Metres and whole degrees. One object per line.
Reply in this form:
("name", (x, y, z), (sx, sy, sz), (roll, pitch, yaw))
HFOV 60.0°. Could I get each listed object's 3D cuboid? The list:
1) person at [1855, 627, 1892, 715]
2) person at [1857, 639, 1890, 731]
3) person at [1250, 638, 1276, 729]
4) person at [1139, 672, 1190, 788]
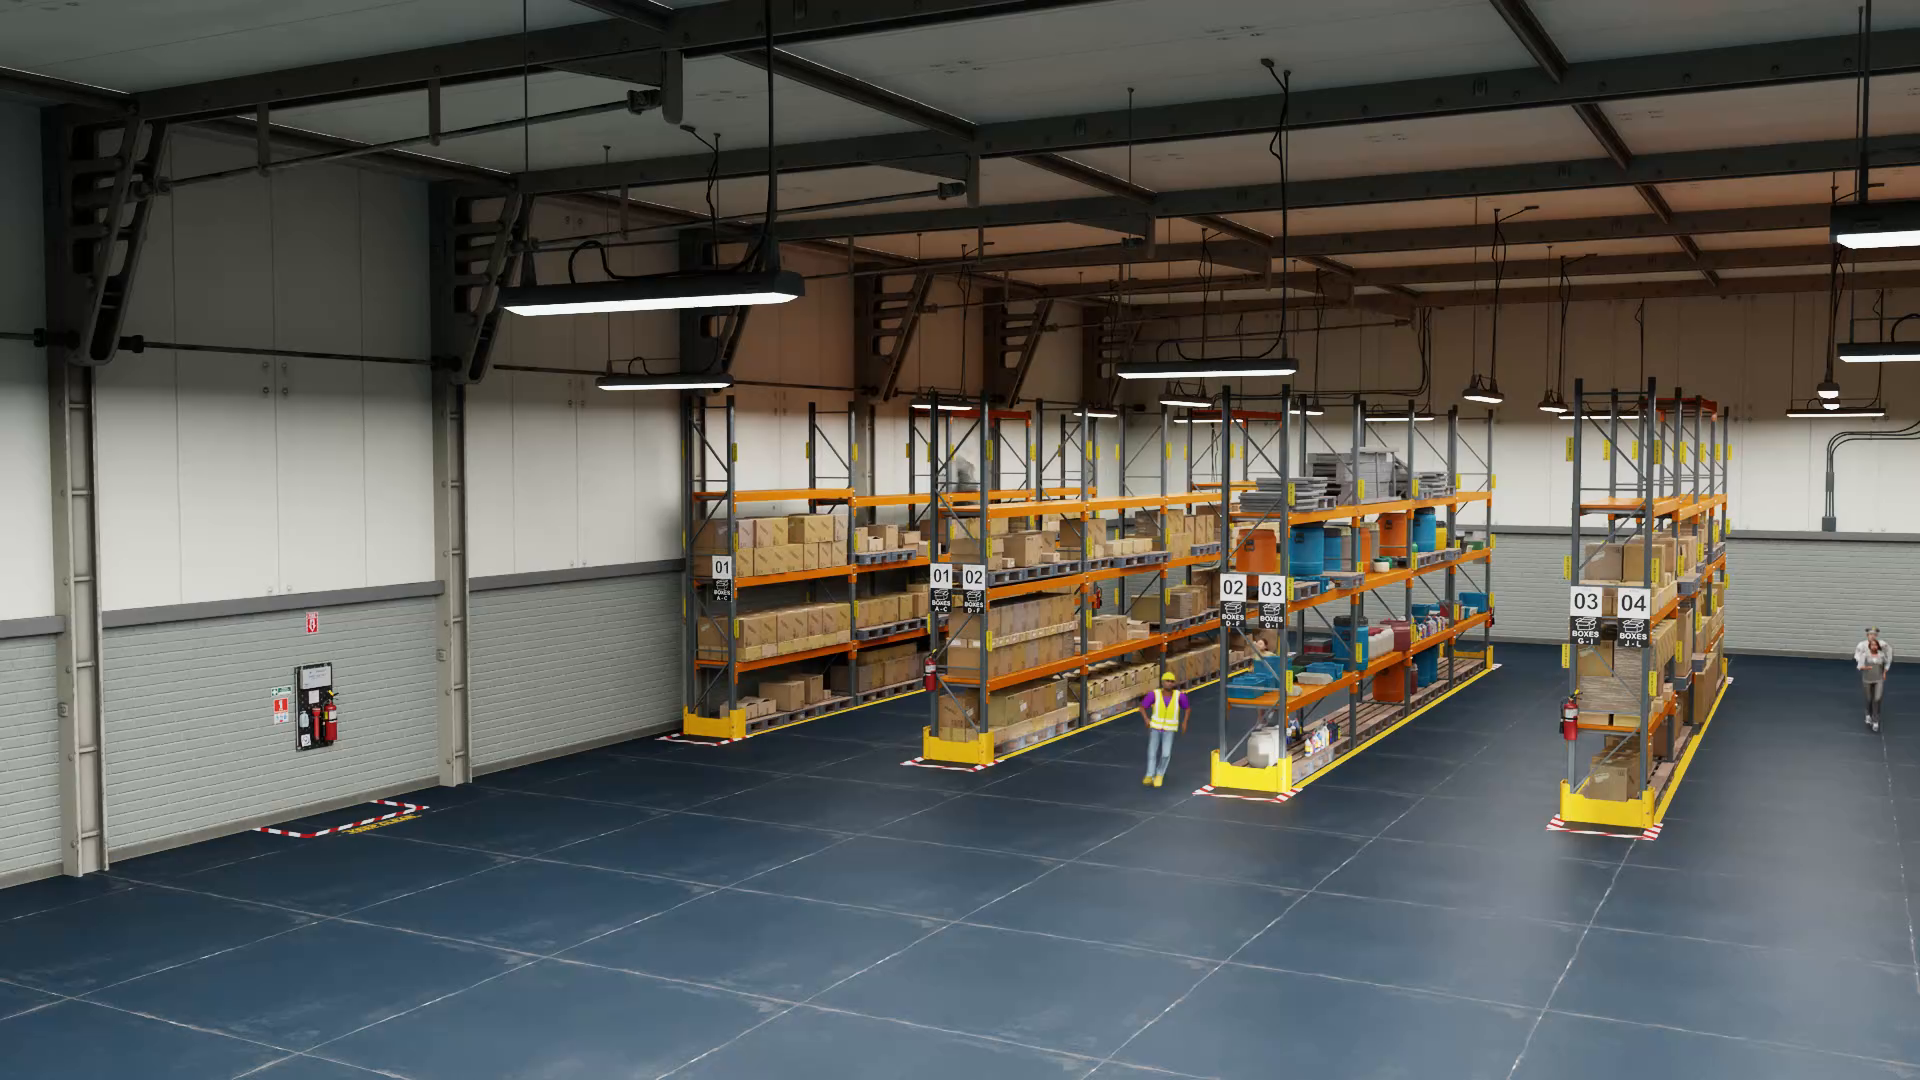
("person", (17.437, 2.489, 31.757), (0.641, 1.678, 0.779), (1, 3, 25))
("person", (16.522, 2.604, 30.089), (0.532, 1.594, 0.798), (2, 3, 27))
("person", (5.578, 2.604, 30.287), (0.586, 1.639, 0.626), (2, 4, 33))
("person", (3.050, 2.838, 24.841), (0.765, 1.724, 0.623), (0, 3, 9))
